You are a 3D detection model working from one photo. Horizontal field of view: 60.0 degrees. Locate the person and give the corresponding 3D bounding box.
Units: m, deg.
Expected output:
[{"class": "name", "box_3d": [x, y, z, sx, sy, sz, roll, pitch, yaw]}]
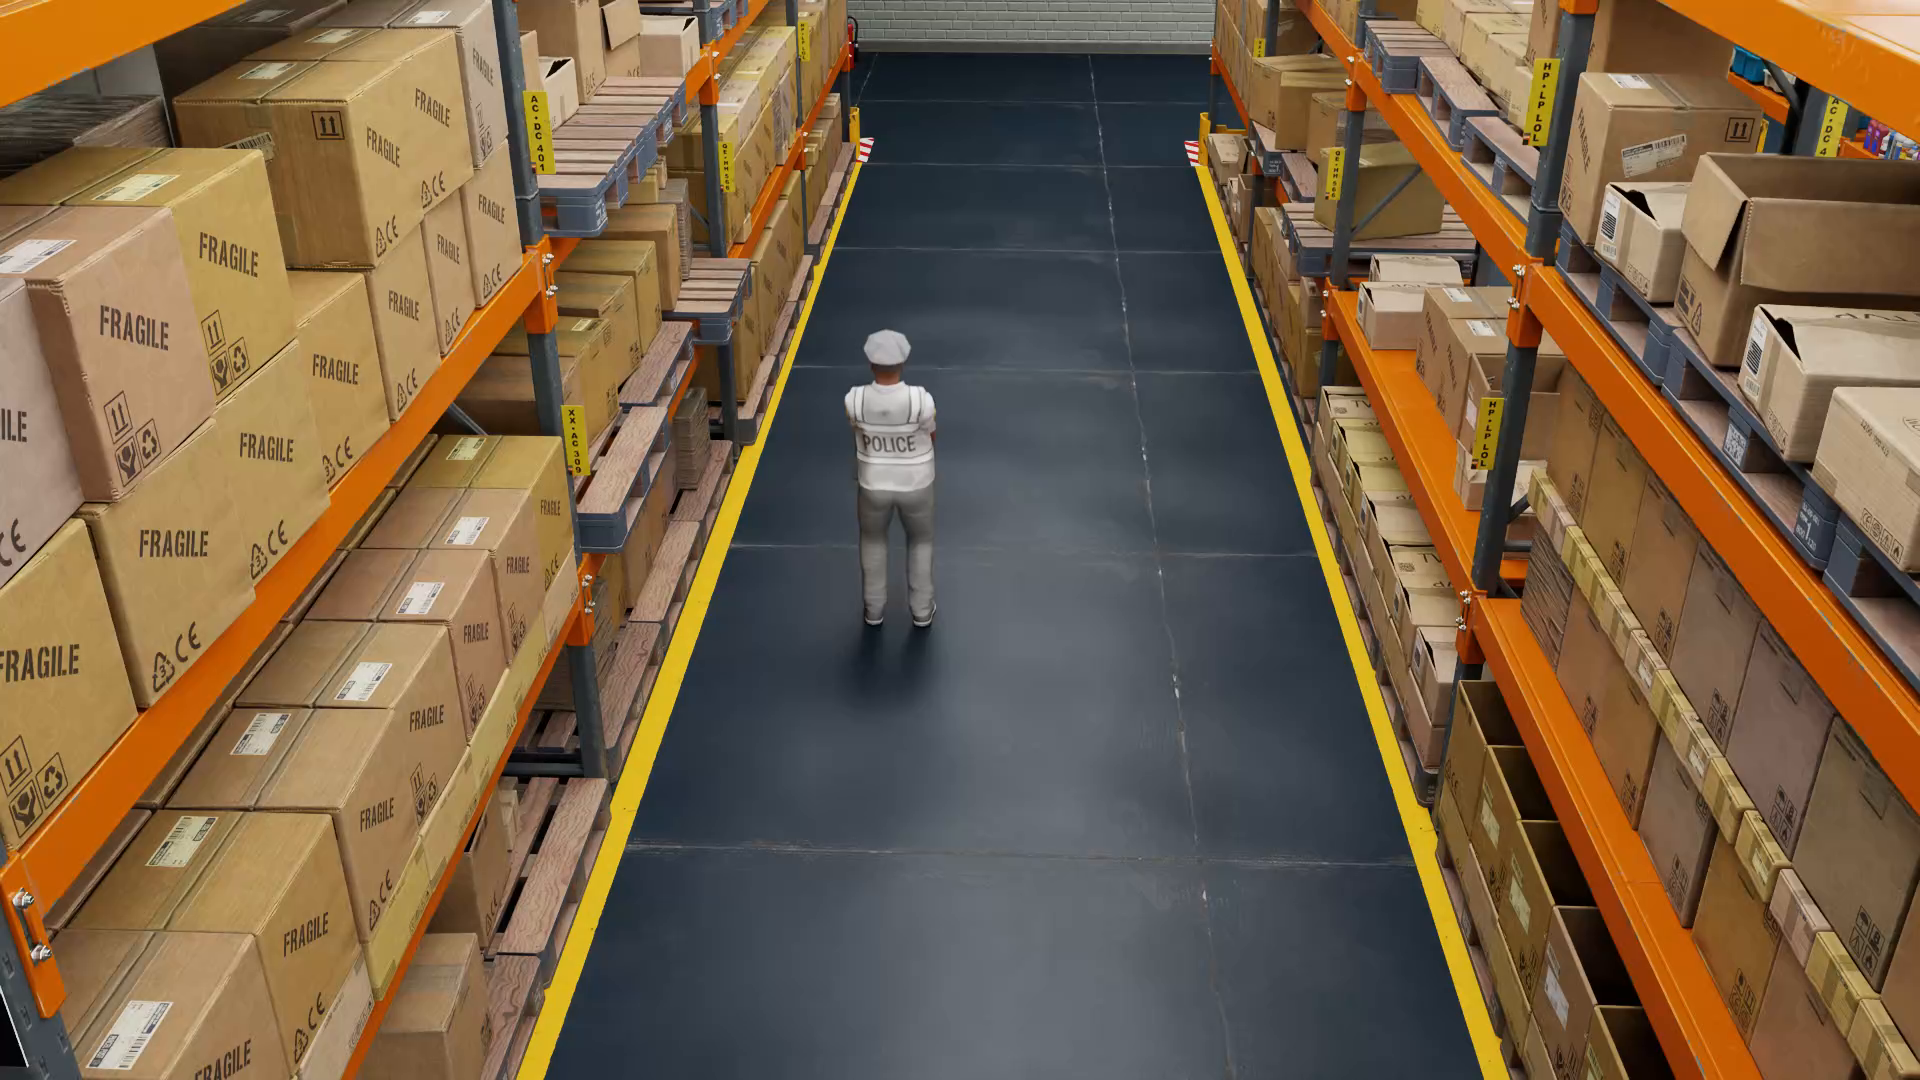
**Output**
[{"class": "person", "box_3d": [-0.366, -0.334, 9.230, 0.547, 1.763, 0.444, 0, 28, 1]}]
